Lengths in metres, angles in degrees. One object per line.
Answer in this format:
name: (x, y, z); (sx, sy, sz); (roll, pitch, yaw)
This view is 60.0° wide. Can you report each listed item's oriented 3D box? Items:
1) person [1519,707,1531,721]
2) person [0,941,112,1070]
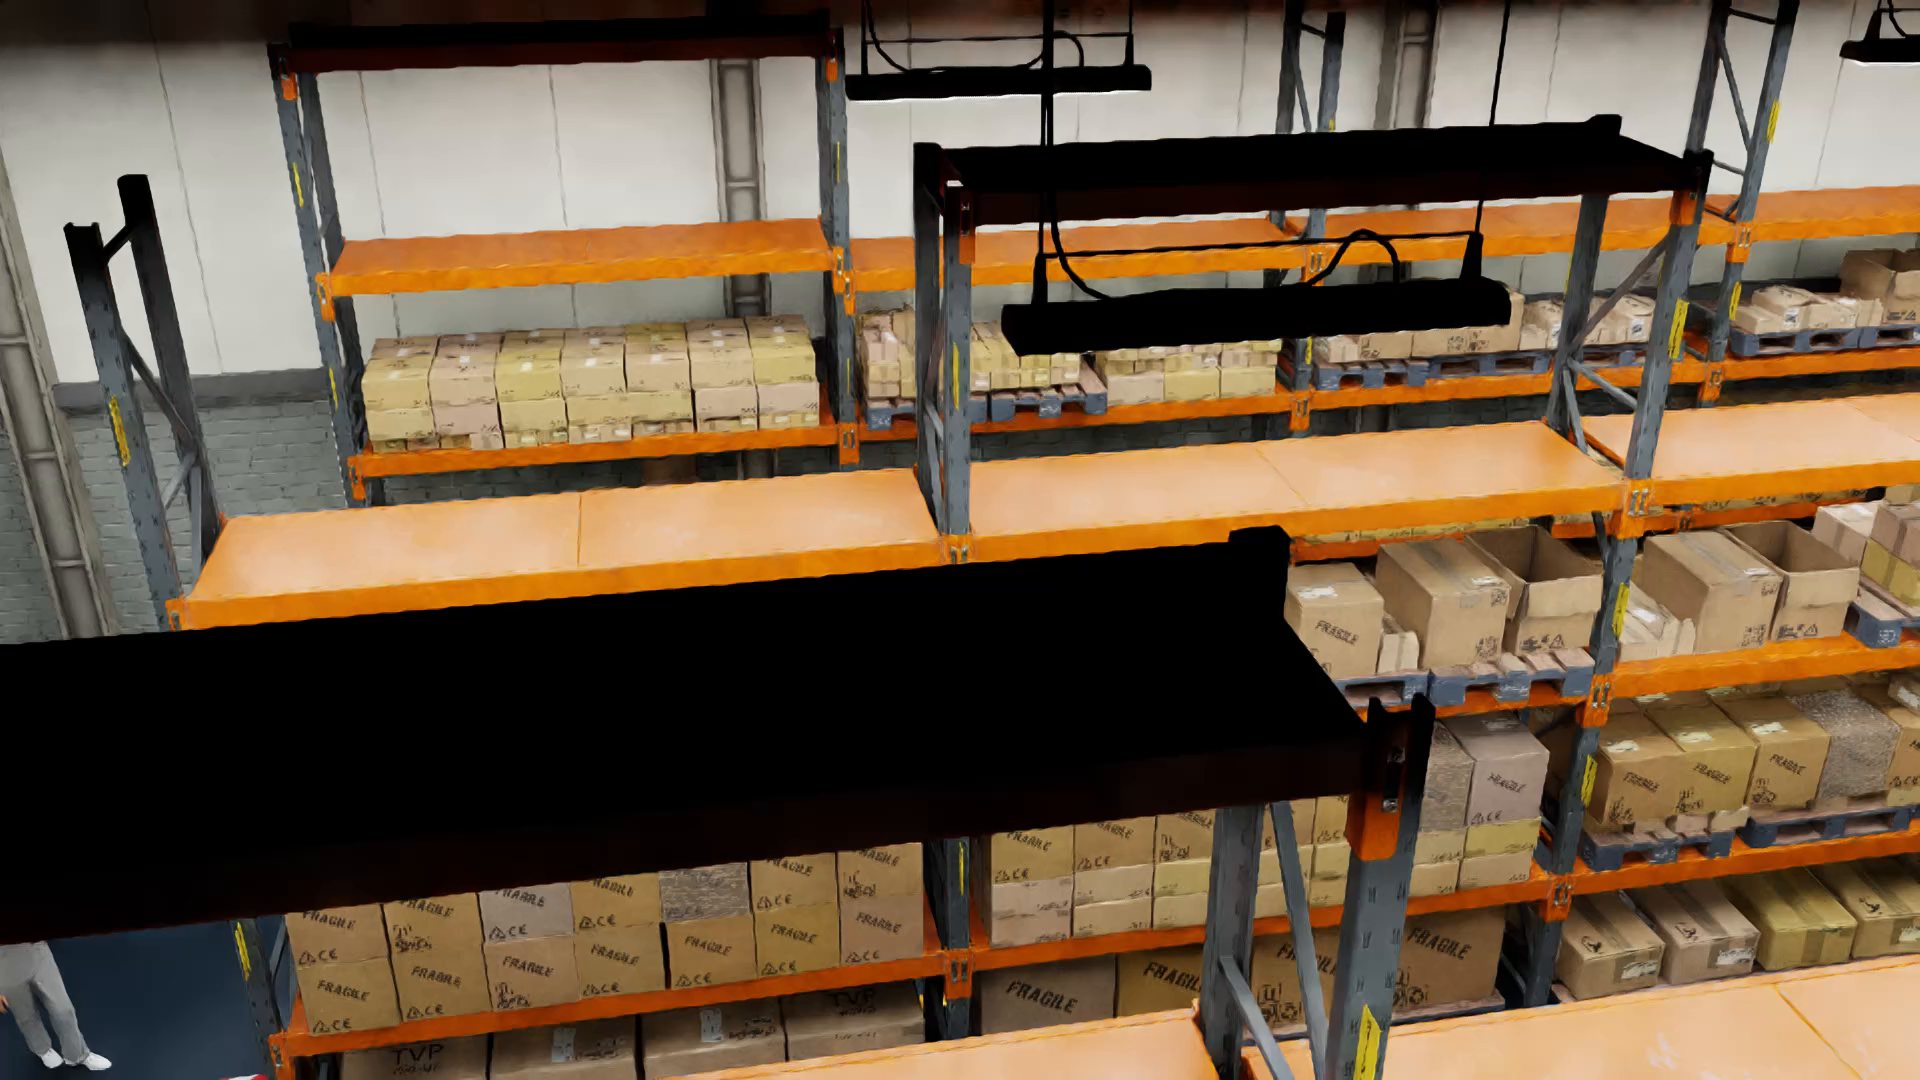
person: (4.251, 1.469, 13.196); (0.624, 1.764, 0.503); (8, 27, 17)
person: (-6.015, 2.770, 10.683); (0.522, 1.692, 0.554); (21, 33, 37)
